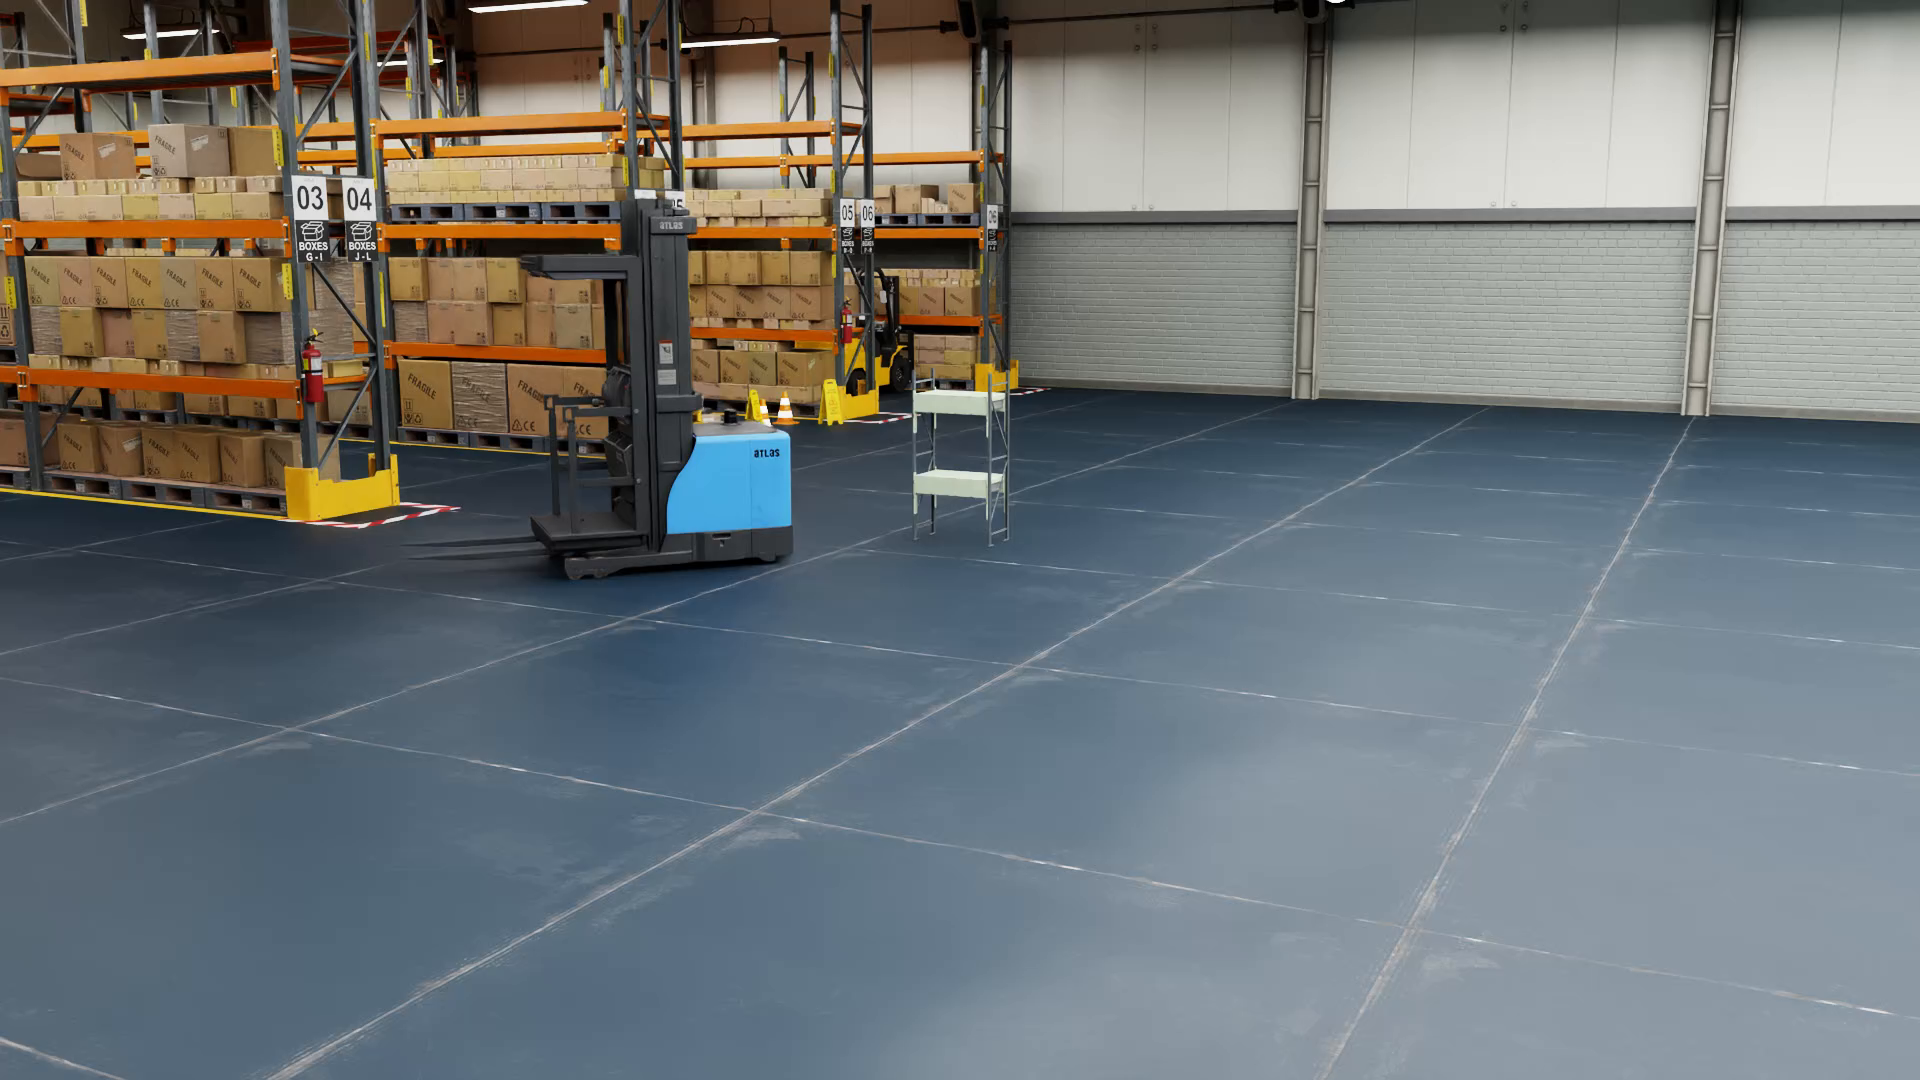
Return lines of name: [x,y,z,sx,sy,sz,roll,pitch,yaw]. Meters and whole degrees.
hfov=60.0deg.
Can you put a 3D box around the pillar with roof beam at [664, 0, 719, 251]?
pillar with roof beam: [-6.882,-7.062,28.481,0.548,9.000,9.100,5,11,26]

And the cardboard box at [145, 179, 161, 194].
cardboard box: [-7.725,-3.453,16.266,0.250,0.149,0.380,4,11,23]

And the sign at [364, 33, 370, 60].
sign: [-7.480,-6.212,20.943,0.005,0.325,0.100,5,11,26]

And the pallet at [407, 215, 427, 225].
pallet: [-9.339,-5.388,28.188,1.003,0.211,1.213,6,12,28]

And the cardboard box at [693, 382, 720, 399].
cardboard box: [-3.781,-2.330,25.724,0.500,0.250,0.500,5,11,25]

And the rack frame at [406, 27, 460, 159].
rack frame: [-8.738,-6.915,27.671,0.127,3.000,1.000,5,11,26]

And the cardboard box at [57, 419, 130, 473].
cardboard box: [-9.195,-1.004,17.694,0.500,0.500,0.500,5,11,24]

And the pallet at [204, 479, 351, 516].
pallet: [-6.730,-0.453,16.643,1.213,0.211,1.003,5,11,26]

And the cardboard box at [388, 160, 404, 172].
cardboard box: [-7.075,-4.767,21.231,0.250,0.149,0.380,5,11,26]

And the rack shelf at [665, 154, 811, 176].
rack shelf: [-4.752,-7.000,31.281,4.000,0.370,1.077,5,11,26]

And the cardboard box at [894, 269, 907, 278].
cardboard box: [-0.974,-4.720,29.448,0.250,0.149,0.380,5,12,27]

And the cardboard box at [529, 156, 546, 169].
cardboard box: [-5.025,-4.587,20.237,0.250,0.149,0.380,5,11,26]

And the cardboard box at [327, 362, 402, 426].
cardboard box: [-7.847,-1.984,22.405,0.750,0.750,1.050,5,11,26]

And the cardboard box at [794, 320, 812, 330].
cardboard box: [-2.270,-3.207,24.730,0.250,0.149,0.380,5,11,25]

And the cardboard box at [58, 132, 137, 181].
cardboard box: [-9.020,-3.988,17.400,0.500,0.500,0.500,5,11,24]

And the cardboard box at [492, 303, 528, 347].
cardboard box: [-5.460,-2.769,21.187,0.500,0.550,0.875,5,11,26]

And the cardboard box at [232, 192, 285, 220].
cardboard box: [-6.494,-3.150,15.709,0.500,0.250,0.500,5,12,27]

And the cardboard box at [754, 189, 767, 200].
cardboard box: [-2.870,-5.149,24.802,0.250,0.149,0.380,5,11,26]

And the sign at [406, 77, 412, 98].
sign: [-8.981,-7.364,27.082,0.005,0.325,0.100,5,11,26]

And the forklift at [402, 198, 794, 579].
forklift: [-2.942,-1.239,13.347,3.031,2.935,1.130,-4,11,-22]

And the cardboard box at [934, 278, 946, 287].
cardboard box: [-0.254,-4.522,29.193,0.250,0.149,0.380,5,12,27]

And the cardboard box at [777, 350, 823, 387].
cardboard box: [-2.398,-2.577,24.981,0.500,0.500,0.500,5,11,26]

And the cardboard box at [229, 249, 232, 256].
cardboard box: [-12.931,-5.150,29.855,0.250,0.149,0.380,5,12,27]

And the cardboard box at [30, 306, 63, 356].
cardboard box: [-9.160,-2.215,17.432,0.500,0.500,0.875,5,11,26]

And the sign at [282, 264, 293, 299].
sign: [-6.212,-2.388,15.364,0.005,0.325,0.100,5,11,26]

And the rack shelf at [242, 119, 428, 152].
rack shelf: [-9.044,-5.408,22.487,4.000,0.370,1.077,5,11,26]

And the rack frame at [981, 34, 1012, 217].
rack frame: [0.629,-7.078,28.569,0.127,3.000,1.000,5,11,26]

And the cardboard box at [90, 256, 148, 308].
cardboard box: [-8.348,-2.598,16.739,0.500,0.500,0.500,5,11,26]

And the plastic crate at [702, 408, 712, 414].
plastic crate: [-4.106,-1.957,25.316,0.583,0.080,0.402,1,10,6]

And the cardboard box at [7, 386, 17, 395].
cardboard box: [-14.848,-2.385,26.309,0.250,0.149,0.380,5,12,27]

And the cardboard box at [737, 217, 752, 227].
cardboard box: [-3.144,-4.774,24.968,0.250,0.149,0.380,5,11,24]

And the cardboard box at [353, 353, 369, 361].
cardboard box: [-10.119,-3.263,29.123,0.875,0.875,0.875,5,11,27]

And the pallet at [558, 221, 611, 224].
pallet: [-5.658,-5.097,26.576,1.003,0.211,1.213,5,11,26]

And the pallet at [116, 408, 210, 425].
pallet: [-11.538,-1.854,24.383,1.213,0.211,1.003,5,11,26]

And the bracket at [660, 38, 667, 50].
bracket: [-5.507,-9.497,31.827,0.430,0.232,0.235,5,11,26]

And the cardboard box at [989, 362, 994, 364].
cardboard box: [0.275,-3.049,29.697,0.500,0.250,0.500,5,11,26]

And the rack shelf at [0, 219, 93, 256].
rack shelf: [-11.330,-3.345,18.386,4.000,0.370,1.077,5,11,26]

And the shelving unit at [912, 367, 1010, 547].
shelving unit: [0.006,-0.737,14.594,0.755,1.500,0.431,5,11,26]

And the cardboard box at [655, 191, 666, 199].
cardboard box: [-3.829,-4.221,20.451,0.250,0.149,0.380,5,11,26]

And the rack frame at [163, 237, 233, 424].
rack frame: [-10.838,-3.165,23.793,0.127,3.000,1.000,5,11,26]

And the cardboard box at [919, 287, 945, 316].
cardboard box: [-0.390,-4.214,29.311,0.500,0.500,0.500,5,12,28]

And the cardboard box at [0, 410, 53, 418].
cardboard box: [-10.497,-1.144,18.412,0.500,0.500,0.700,5,11,25]

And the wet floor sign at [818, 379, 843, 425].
wet floor sign: [-1.867,-1.988,23.904,0.267,0.644,0.232,-10,14,-43]

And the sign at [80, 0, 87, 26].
sign: [-9.279,-5.601,17.564,0.005,0.325,0.100,5,11,26]

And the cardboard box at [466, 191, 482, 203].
cardboard box: [-5.932,-4.275,20.749,0.250,0.149,0.380,5,11,26]

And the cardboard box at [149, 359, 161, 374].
cardboard box: [-7.881,-1.748,16.671,0.250,0.149,0.380,5,11,26]

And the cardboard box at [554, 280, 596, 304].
cardboard box: [-4.513,-3.203,20.554,0.550,0.550,0.875,5,11,26]

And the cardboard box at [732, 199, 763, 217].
cardboard box: [-3.060,-4.958,24.868,0.500,0.250,0.500,5,12,27]

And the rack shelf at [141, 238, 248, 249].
rack shelf: [-14.119,-5.558,30.614,4.000,0.370,1.077,5,11,26]

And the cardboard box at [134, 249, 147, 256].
cardboard box: [-15.024,-5.316,30.769,0.250,0.149,0.380,5,11,24]

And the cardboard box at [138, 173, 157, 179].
cardboard box: [-11.316,-5.057,23.395,0.258,0.266,0.396,5,11,26]

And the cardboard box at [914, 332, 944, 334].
cardboard box: [-0.612,-3.619,30.040,0.500,0.250,0.500,5,11,25]

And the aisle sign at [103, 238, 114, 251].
aisle sign: [-16.105,-5.832,31.232,0.004,0.787,0.394,5,11,26]

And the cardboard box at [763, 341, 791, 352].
cardboard box: [-2.757,-2.914,25.024,0.250,0.149,0.380,5,12,27]

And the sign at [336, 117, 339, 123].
sign: [-13.456,-8.963,35.919,0.005,0.325,0.100,5,11,26]
